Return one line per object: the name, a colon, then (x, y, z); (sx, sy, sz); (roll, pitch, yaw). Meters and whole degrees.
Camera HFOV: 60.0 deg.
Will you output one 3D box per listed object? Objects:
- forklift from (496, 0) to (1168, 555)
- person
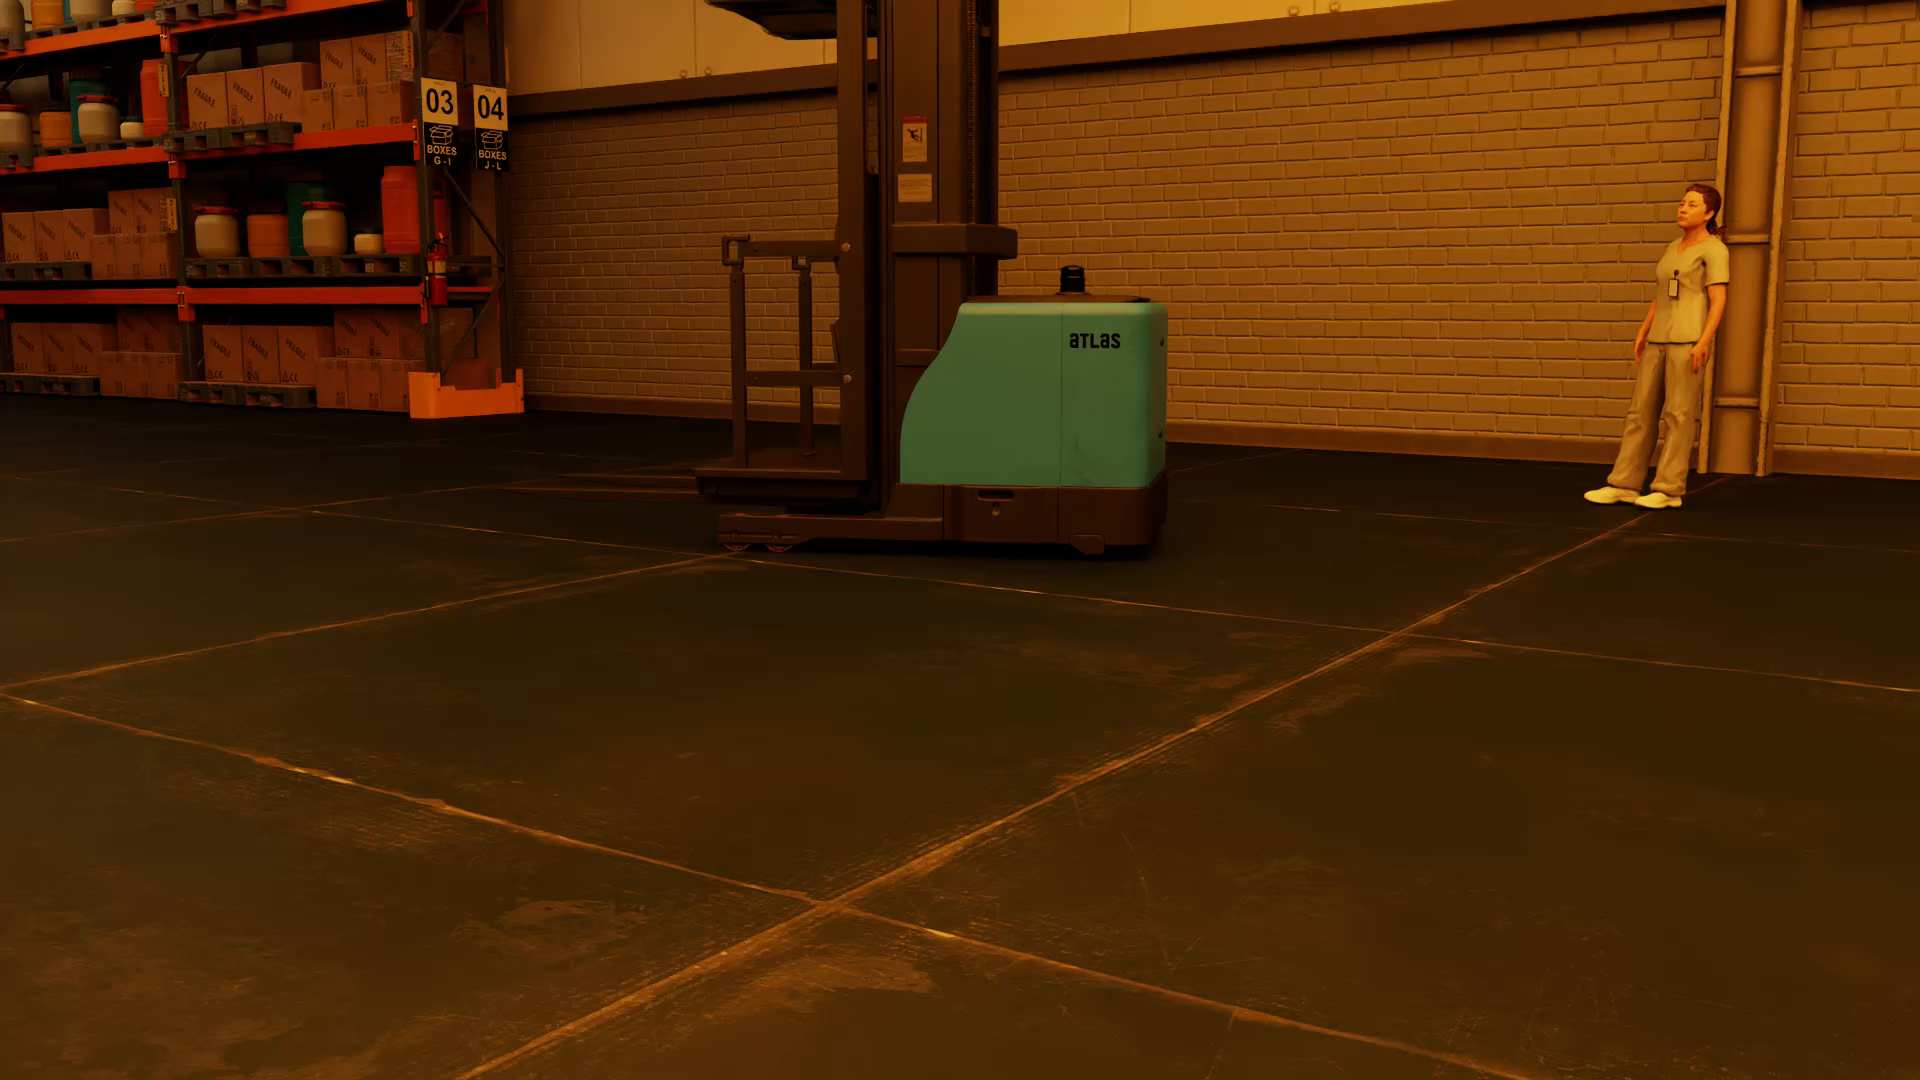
forklift: (-0.596, -1.469, 7.520); (3.031, 2.935, 1.130); (2, 8, 12)
person: (3.679, -1.003, 8.665); (0.545, 1.675, 0.550); (-2, 8, -15)
